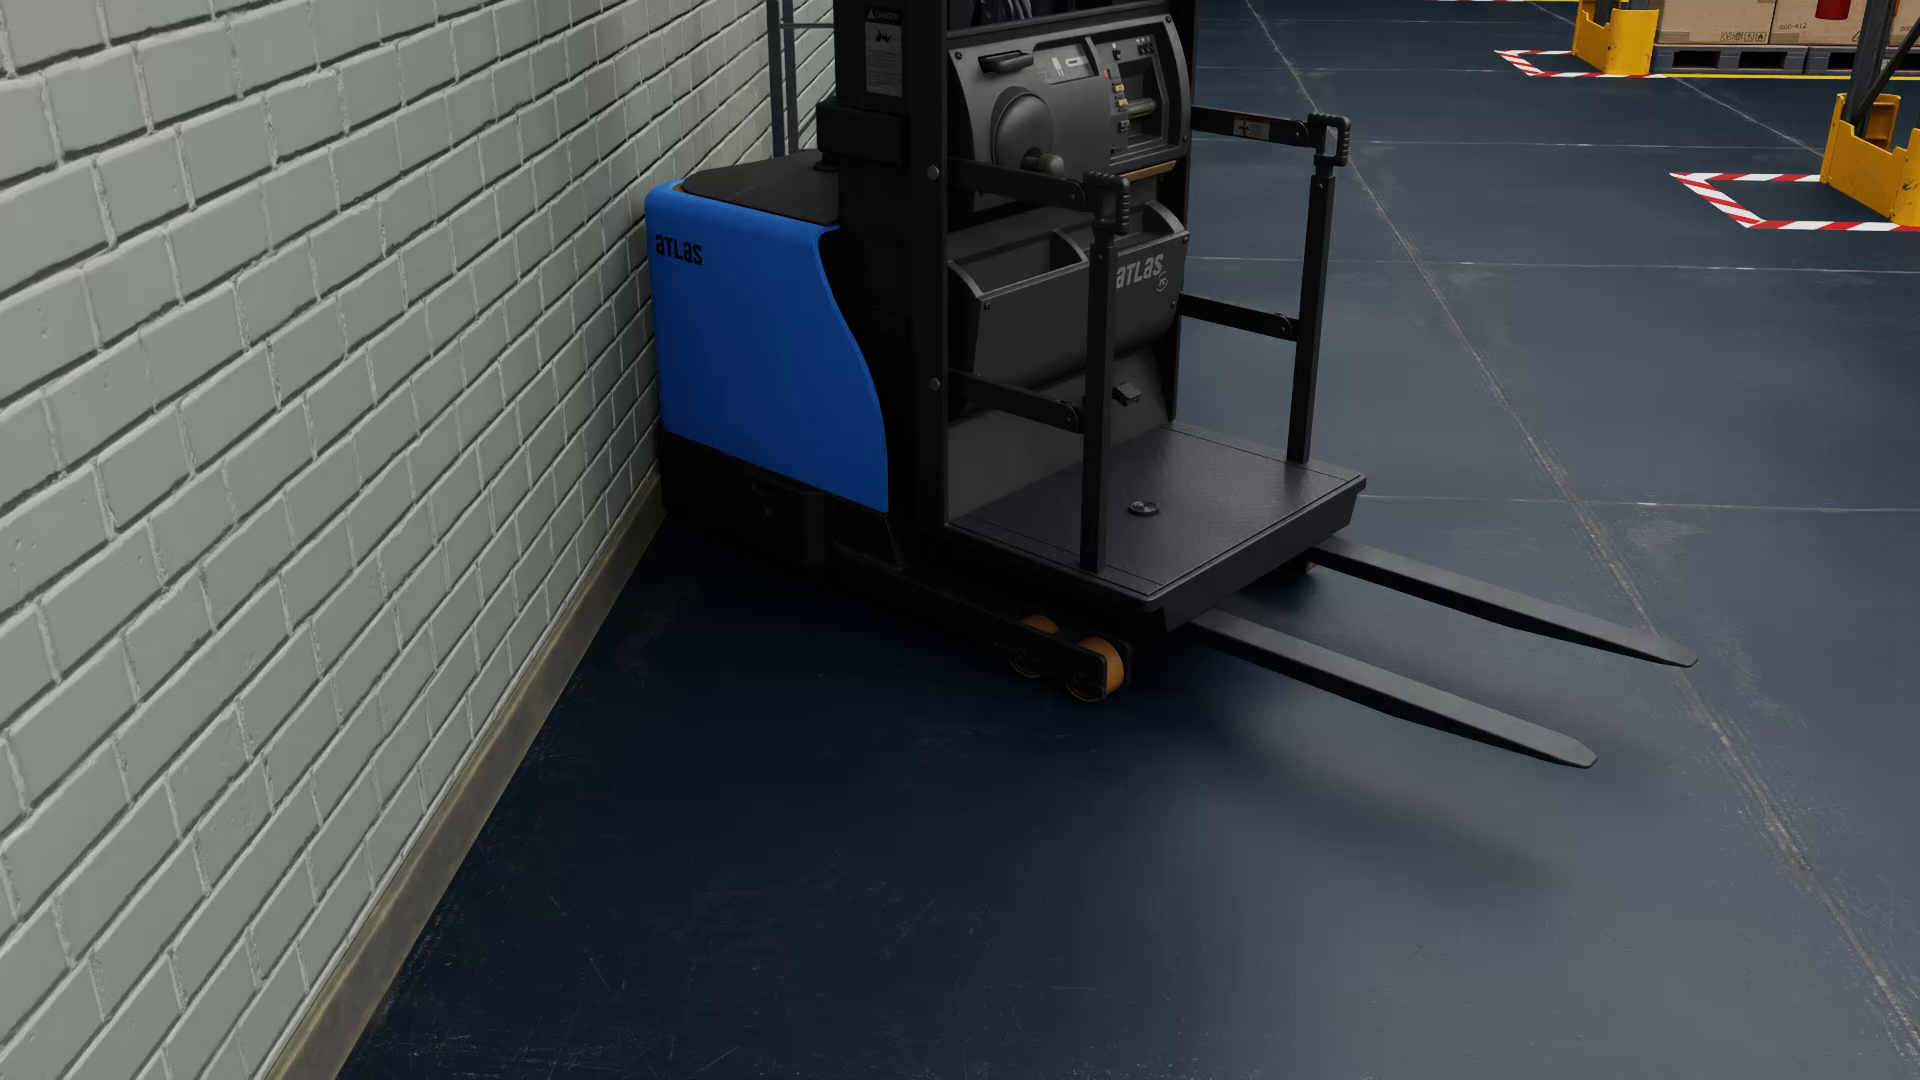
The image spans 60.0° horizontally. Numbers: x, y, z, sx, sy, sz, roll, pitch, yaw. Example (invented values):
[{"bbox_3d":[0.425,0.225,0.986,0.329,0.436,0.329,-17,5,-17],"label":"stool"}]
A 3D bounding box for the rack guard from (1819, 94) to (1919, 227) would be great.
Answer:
[{"bbox_3d":[5.242,-2.138,9.299,0.348,0.500,1.175,2,25,4],"label":"rack guard"}]

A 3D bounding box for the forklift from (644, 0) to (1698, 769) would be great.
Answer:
[{"bbox_3d":[0.467,-1.157,4.259,3.031,2.935,1.130,20,32,37],"label":"forklift"}]

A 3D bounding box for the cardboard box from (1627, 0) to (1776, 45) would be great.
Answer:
[{"bbox_3d":[6.111,-4.390,13.765,0.875,0.438,0.875,1,25,2],"label":"cardboard box"}]

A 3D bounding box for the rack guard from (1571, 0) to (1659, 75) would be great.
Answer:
[{"bbox_3d":[5.421,-4.208,13.797,0.348,0.500,1.175,2,25,4],"label":"rack guard"}]

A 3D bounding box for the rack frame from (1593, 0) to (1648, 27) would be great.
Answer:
[{"bbox_3d":[5.445,-5.343,13.273,0.127,3.000,1.000,2,25,4],"label":"rack frame"}]

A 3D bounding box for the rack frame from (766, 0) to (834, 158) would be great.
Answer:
[{"bbox_3d":[-0.424,-1.218,6.102,0.500,1.500,0.032,-1,25,-2],"label":"rack frame"}]

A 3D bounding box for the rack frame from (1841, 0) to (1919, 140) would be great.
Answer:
[{"bbox_3d":[5.167,-3.276,8.782,0.127,3.000,1.000,2,25,4],"label":"rack frame"}]

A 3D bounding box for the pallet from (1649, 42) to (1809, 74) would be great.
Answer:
[{"bbox_3d":[6.248,-4.083,13.871,1.213,0.211,1.003,2,25,4],"label":"pallet"}]

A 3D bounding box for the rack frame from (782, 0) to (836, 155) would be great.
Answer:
[{"bbox_3d":[-0.472,-1.642,7.025,0.500,1.500,0.032,-1,25,-2],"label":"rack frame"}]

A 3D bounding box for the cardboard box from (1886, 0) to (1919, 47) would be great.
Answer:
[{"bbox_3d":[7.923,-4.335,13.645,0.875,0.438,0.875,1,25,2],"label":"cardboard box"}]

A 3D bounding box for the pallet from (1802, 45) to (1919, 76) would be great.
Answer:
[{"bbox_3d":[7.461,-4.043,13.783,1.213,0.211,1.003,2,25,4],"label":"pallet"}]

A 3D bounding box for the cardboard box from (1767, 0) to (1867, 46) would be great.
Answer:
[{"bbox_3d":[7.024,-4.364,13.709,0.875,0.438,0.875,2,25,5],"label":"cardboard box"}]

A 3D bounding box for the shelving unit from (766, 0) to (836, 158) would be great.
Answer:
[{"bbox_3d":[-0.448,-1.426,6.555,0.587,1.500,1.083,-1,25,-2],"label":"shelving unit"}]

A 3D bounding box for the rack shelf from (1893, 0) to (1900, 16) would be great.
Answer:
[{"bbox_3d":[7.161,-2.886,8.793,4.000,0.370,1.077,2,25,4],"label":"rack shelf"}]

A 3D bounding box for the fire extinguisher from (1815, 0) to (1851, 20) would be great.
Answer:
[{"bbox_3d":[4.951,-3.272,9.312,0.183,0.674,0.296,2,25,4],"label":"fire extinguisher"}]

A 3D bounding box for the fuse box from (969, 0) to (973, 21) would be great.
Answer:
[{"bbox_3d":[0.127,-5.799,15.805,0.414,1.711,0.539,2,25,4],"label":"fuse box"}]
